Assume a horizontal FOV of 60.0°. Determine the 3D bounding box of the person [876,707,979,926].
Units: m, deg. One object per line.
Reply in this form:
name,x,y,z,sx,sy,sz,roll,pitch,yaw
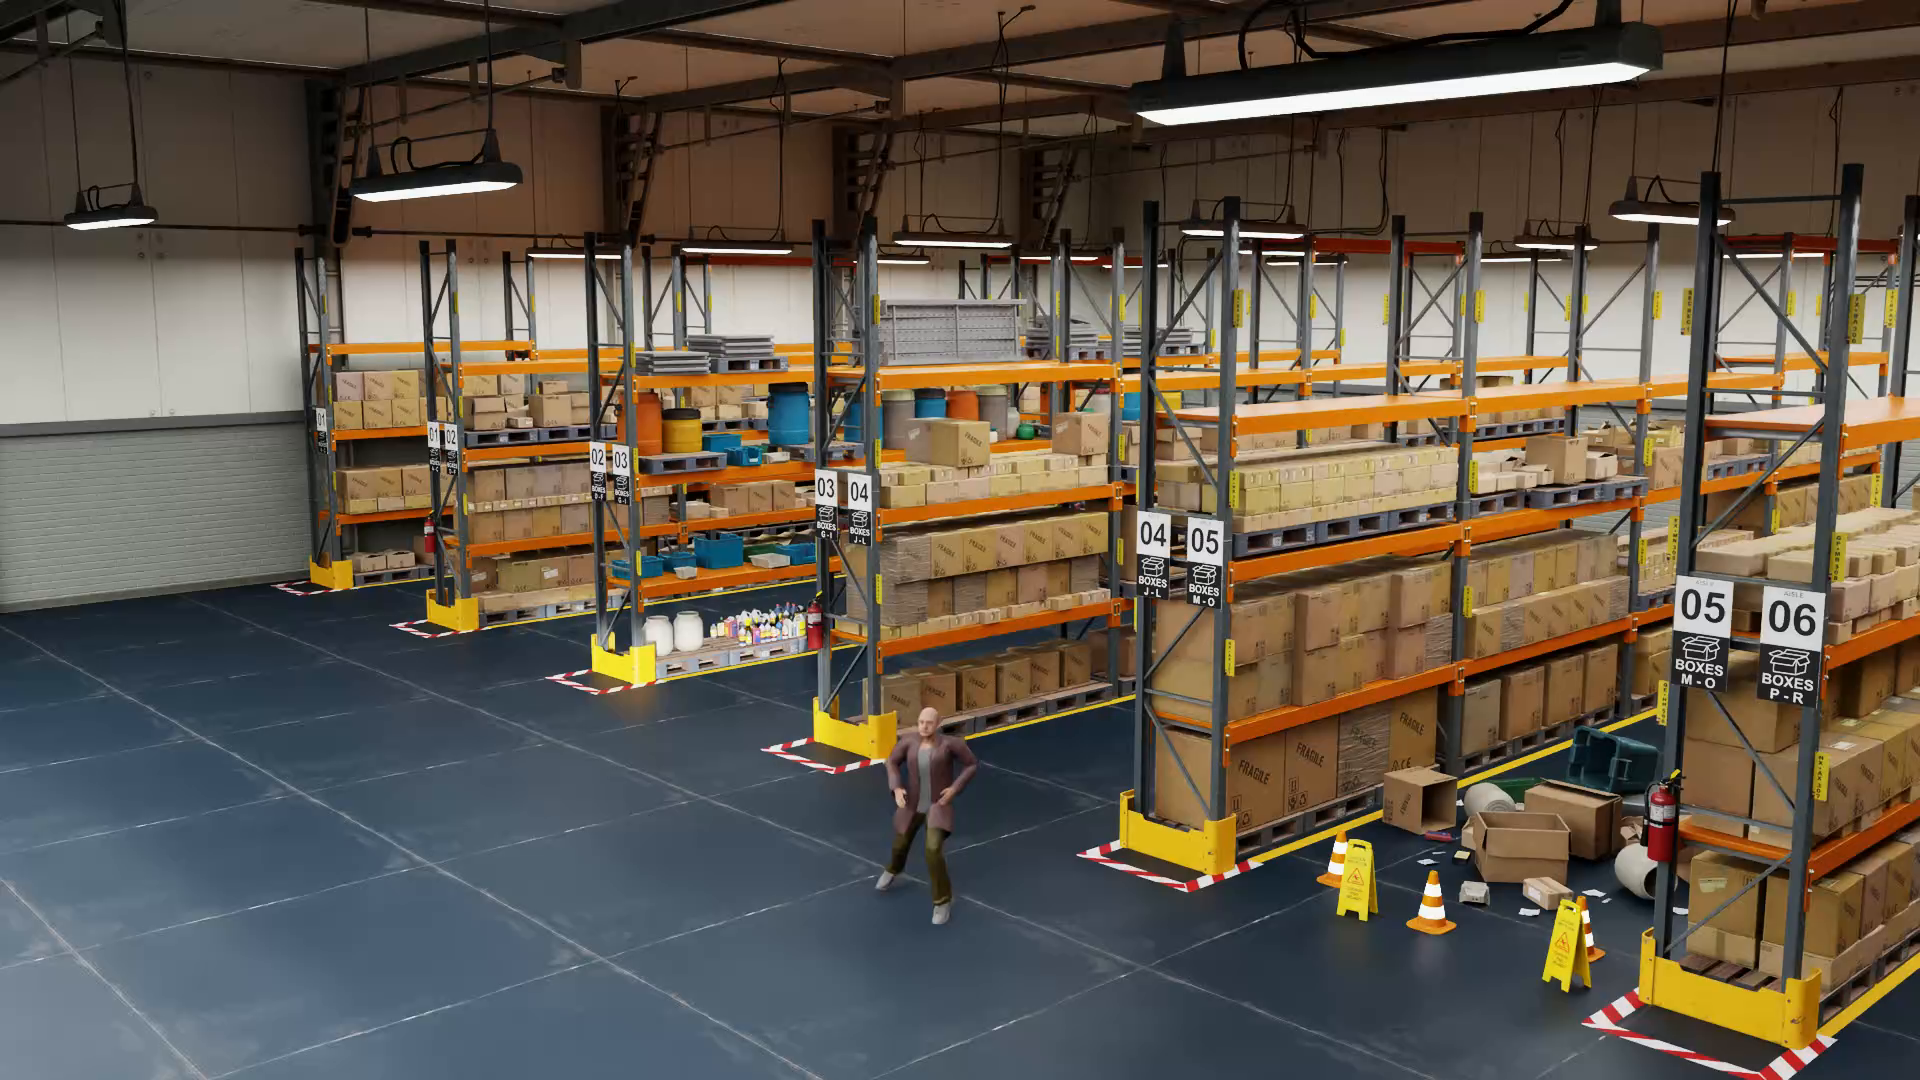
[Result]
person,-0.313,2.269,14.085,0.937,1.778,0.832,2,9,15
